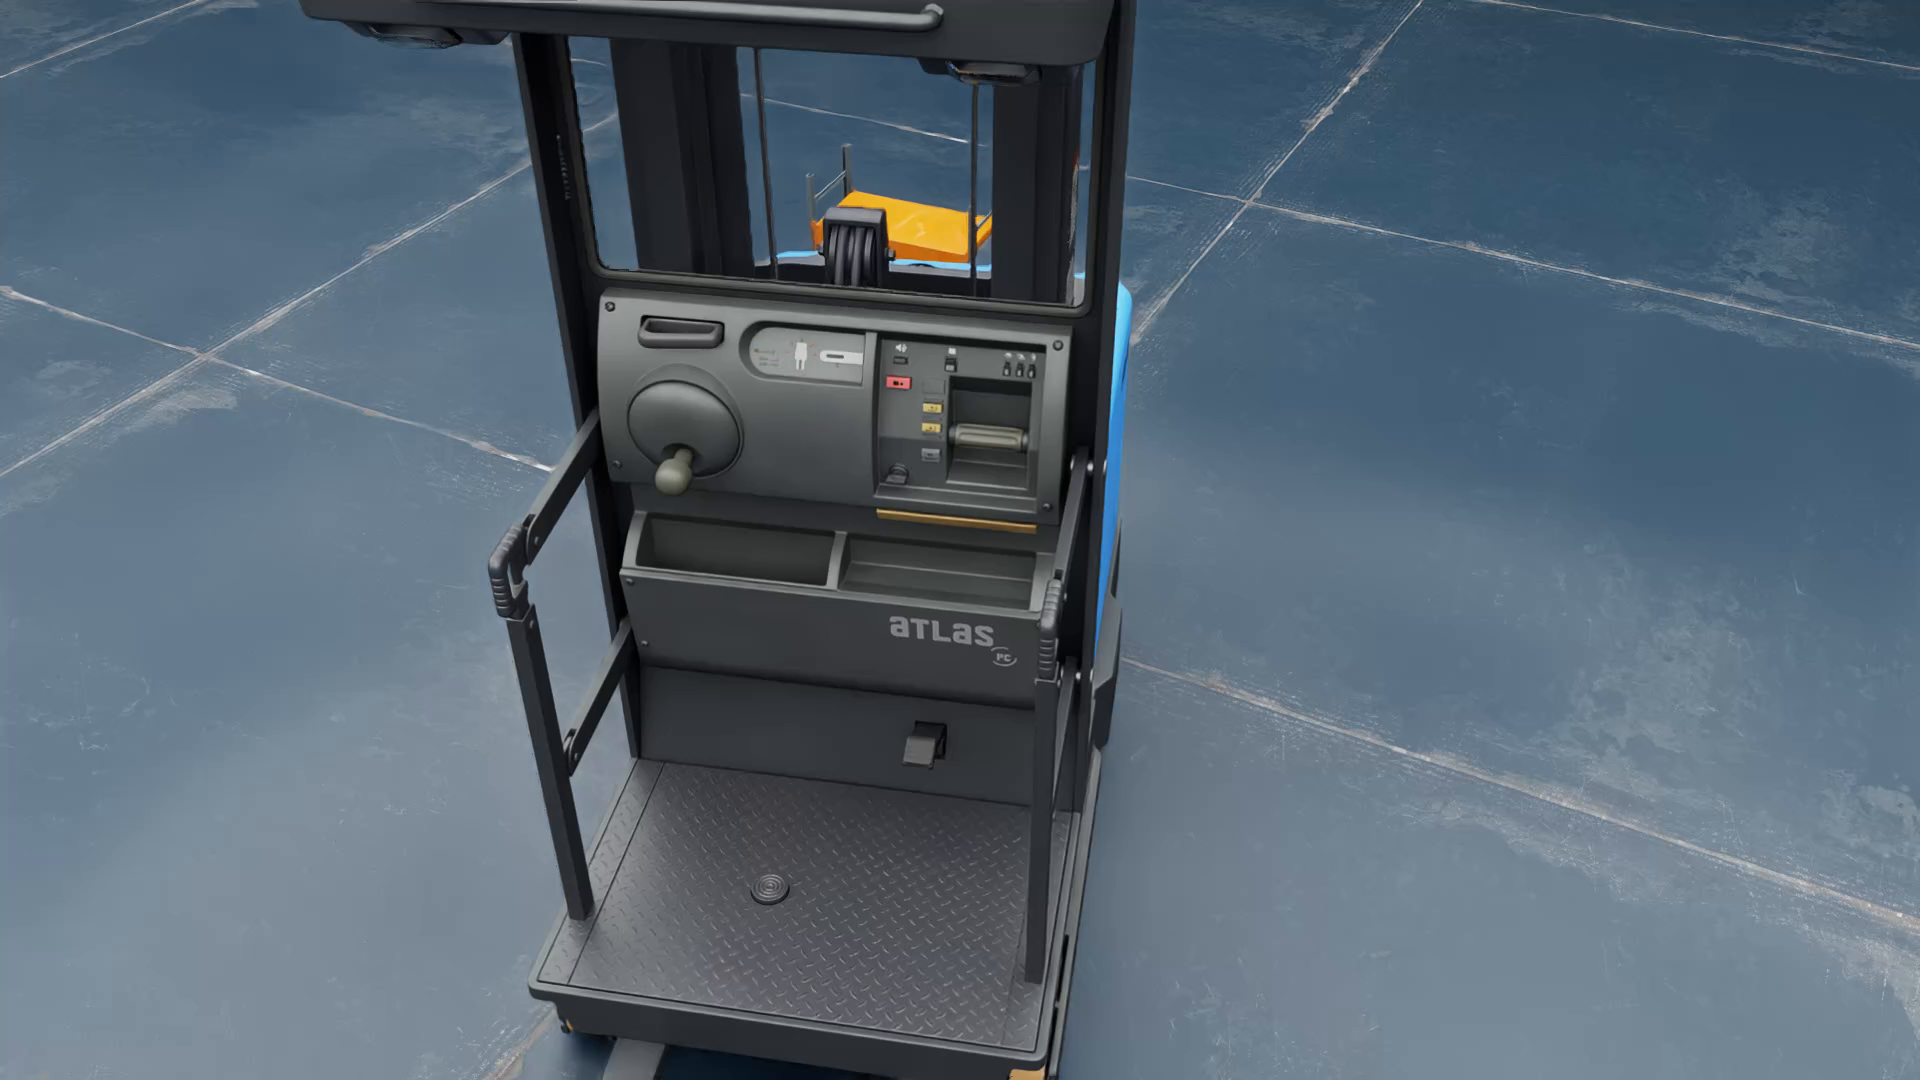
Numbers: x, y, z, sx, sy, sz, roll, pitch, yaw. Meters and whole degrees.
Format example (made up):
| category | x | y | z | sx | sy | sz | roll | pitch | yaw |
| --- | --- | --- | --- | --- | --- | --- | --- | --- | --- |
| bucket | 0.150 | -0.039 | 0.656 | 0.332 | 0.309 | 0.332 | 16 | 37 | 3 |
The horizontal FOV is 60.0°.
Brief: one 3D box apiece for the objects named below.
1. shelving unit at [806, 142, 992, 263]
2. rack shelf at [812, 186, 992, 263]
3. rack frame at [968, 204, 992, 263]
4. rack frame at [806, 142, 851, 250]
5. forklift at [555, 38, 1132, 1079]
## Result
| category | x | y | z | sx | sy | sz | roll | pitch | yaw |
| --- | --- | --- | --- | --- | --- | --- | --- | --- | --- |
| shelving unit | -0.147 | -0.535 | 4.963 | 0.503 | 1.200 | 0.258 | 15 | 40 | 18 |
| rack shelf | -0.147 | -0.848 | 4.725 | 0.480 | 0.148 | 0.258 | 15 | 40 | 18 |
| rack frame | 0.077 | -0.477 | 4.886 | 0.015 | 1.200 | 0.240 | 15 | 40 | 18 |
| rack frame | -0.371 | -0.594 | 5.040 | 0.015 | 1.200 | 0.240 | 15 | 40 | 18 |
| forklift | -0.195 | -0.487 | 3.520 | 1.129 | 2.867 | 1.939 | 6 | 38 | 8 |
